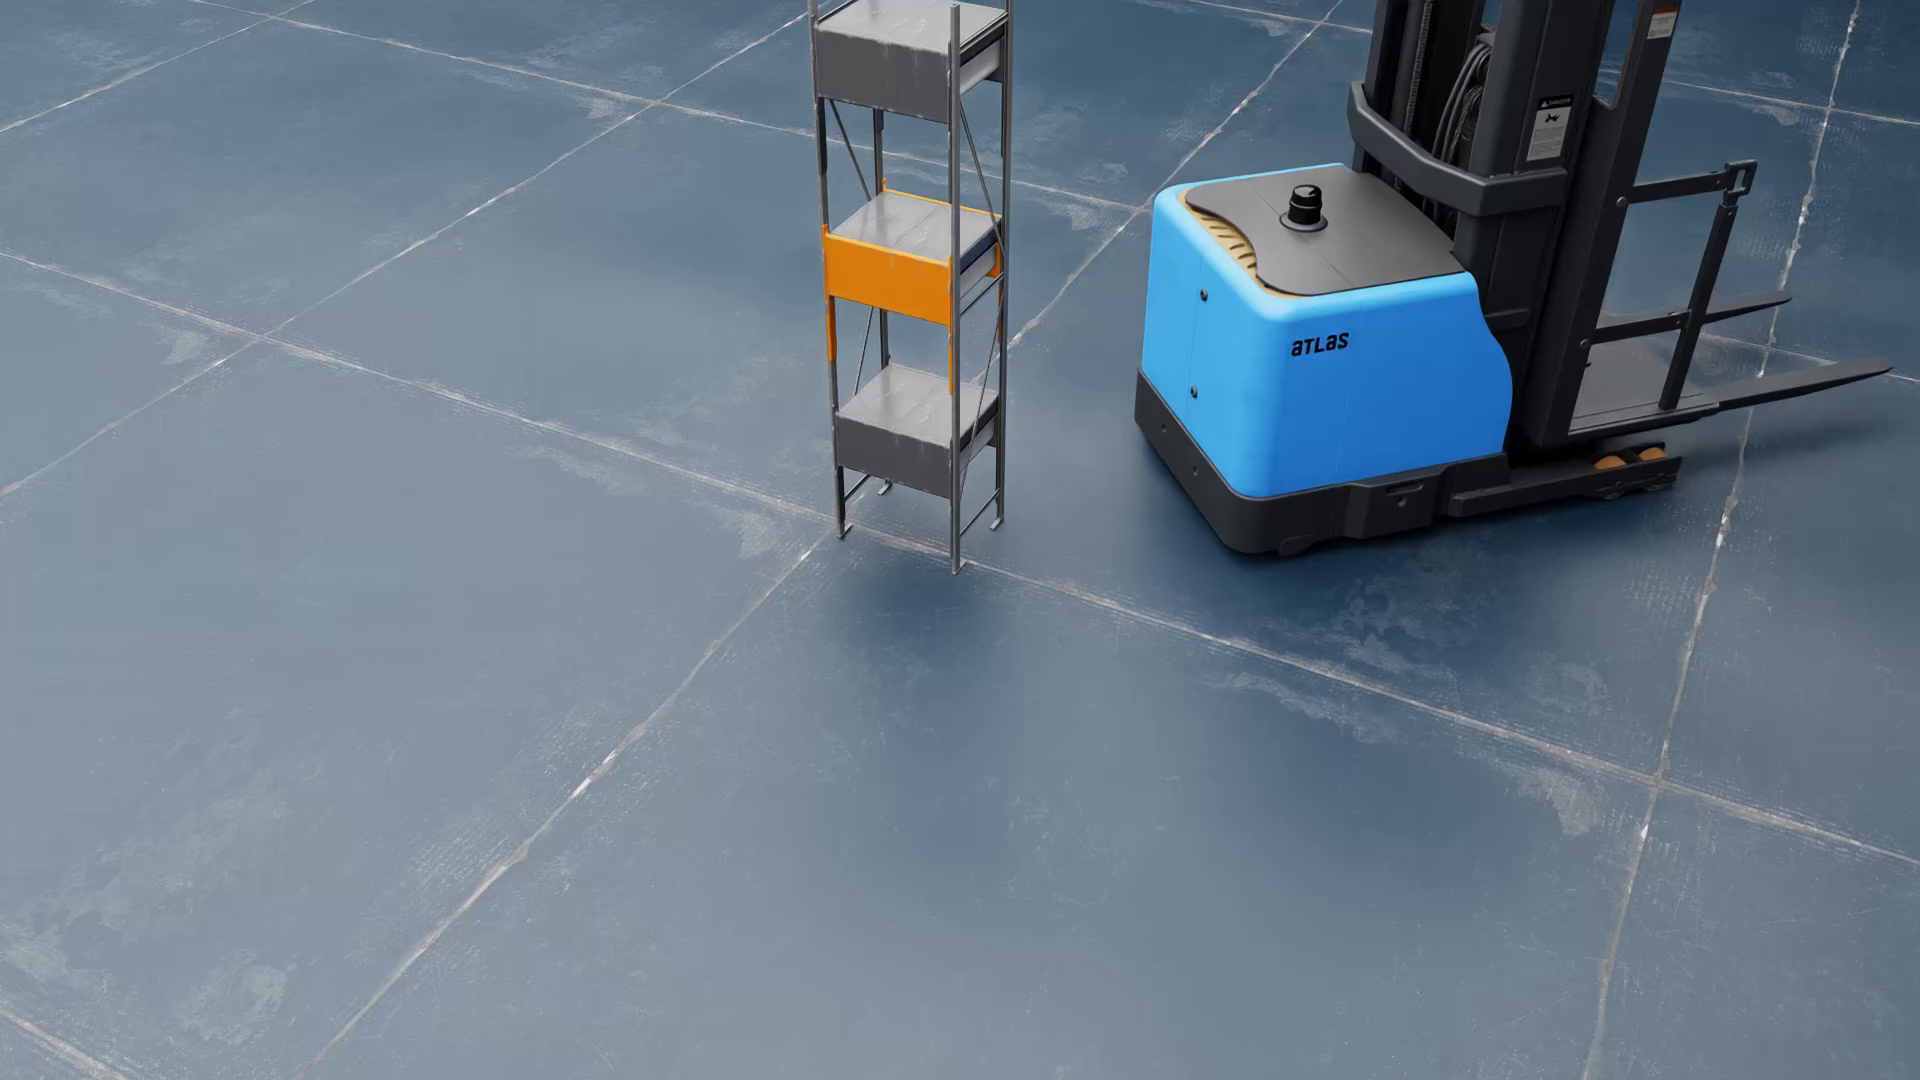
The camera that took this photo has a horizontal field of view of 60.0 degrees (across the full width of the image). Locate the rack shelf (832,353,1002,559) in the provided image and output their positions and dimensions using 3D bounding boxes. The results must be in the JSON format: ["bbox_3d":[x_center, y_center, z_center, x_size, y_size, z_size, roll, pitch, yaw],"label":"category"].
[{"bbox_3d":[-0.147,-0.314,6.107,0.480,0.518,0.431,17,41,21],"label":"rack shelf"}]

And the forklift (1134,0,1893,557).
[{"bbox_3d":[2.286,-1.620,5.960,3.031,2.935,1.130,-11,38,-14],"label":"forklift"}]

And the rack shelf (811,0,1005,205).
[{"bbox_3d":[-0.147,-1.429,5.261,0.480,0.518,0.431,17,41,21],"label":"rack shelf"}]

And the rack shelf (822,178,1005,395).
[{"bbox_3d":[-0.147,-0.872,5.684,0.480,0.518,0.431,17,41,21],"label":"rack shelf"}]

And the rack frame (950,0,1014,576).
[{"bbox_3d":[0.070,-0.815,5.586,0.015,2.100,0.400,17,41,21],"label":"rack frame"}]

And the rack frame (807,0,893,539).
[{"bbox_3d":[-0.364,-0.950,5.765,0.015,2.100,0.400,17,41,21],"label":"rack frame"}]

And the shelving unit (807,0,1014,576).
[{"bbox_3d":[-0.147,-0.882,5.676,0.503,2.100,0.431,17,41,21],"label":"shelving unit"}]
